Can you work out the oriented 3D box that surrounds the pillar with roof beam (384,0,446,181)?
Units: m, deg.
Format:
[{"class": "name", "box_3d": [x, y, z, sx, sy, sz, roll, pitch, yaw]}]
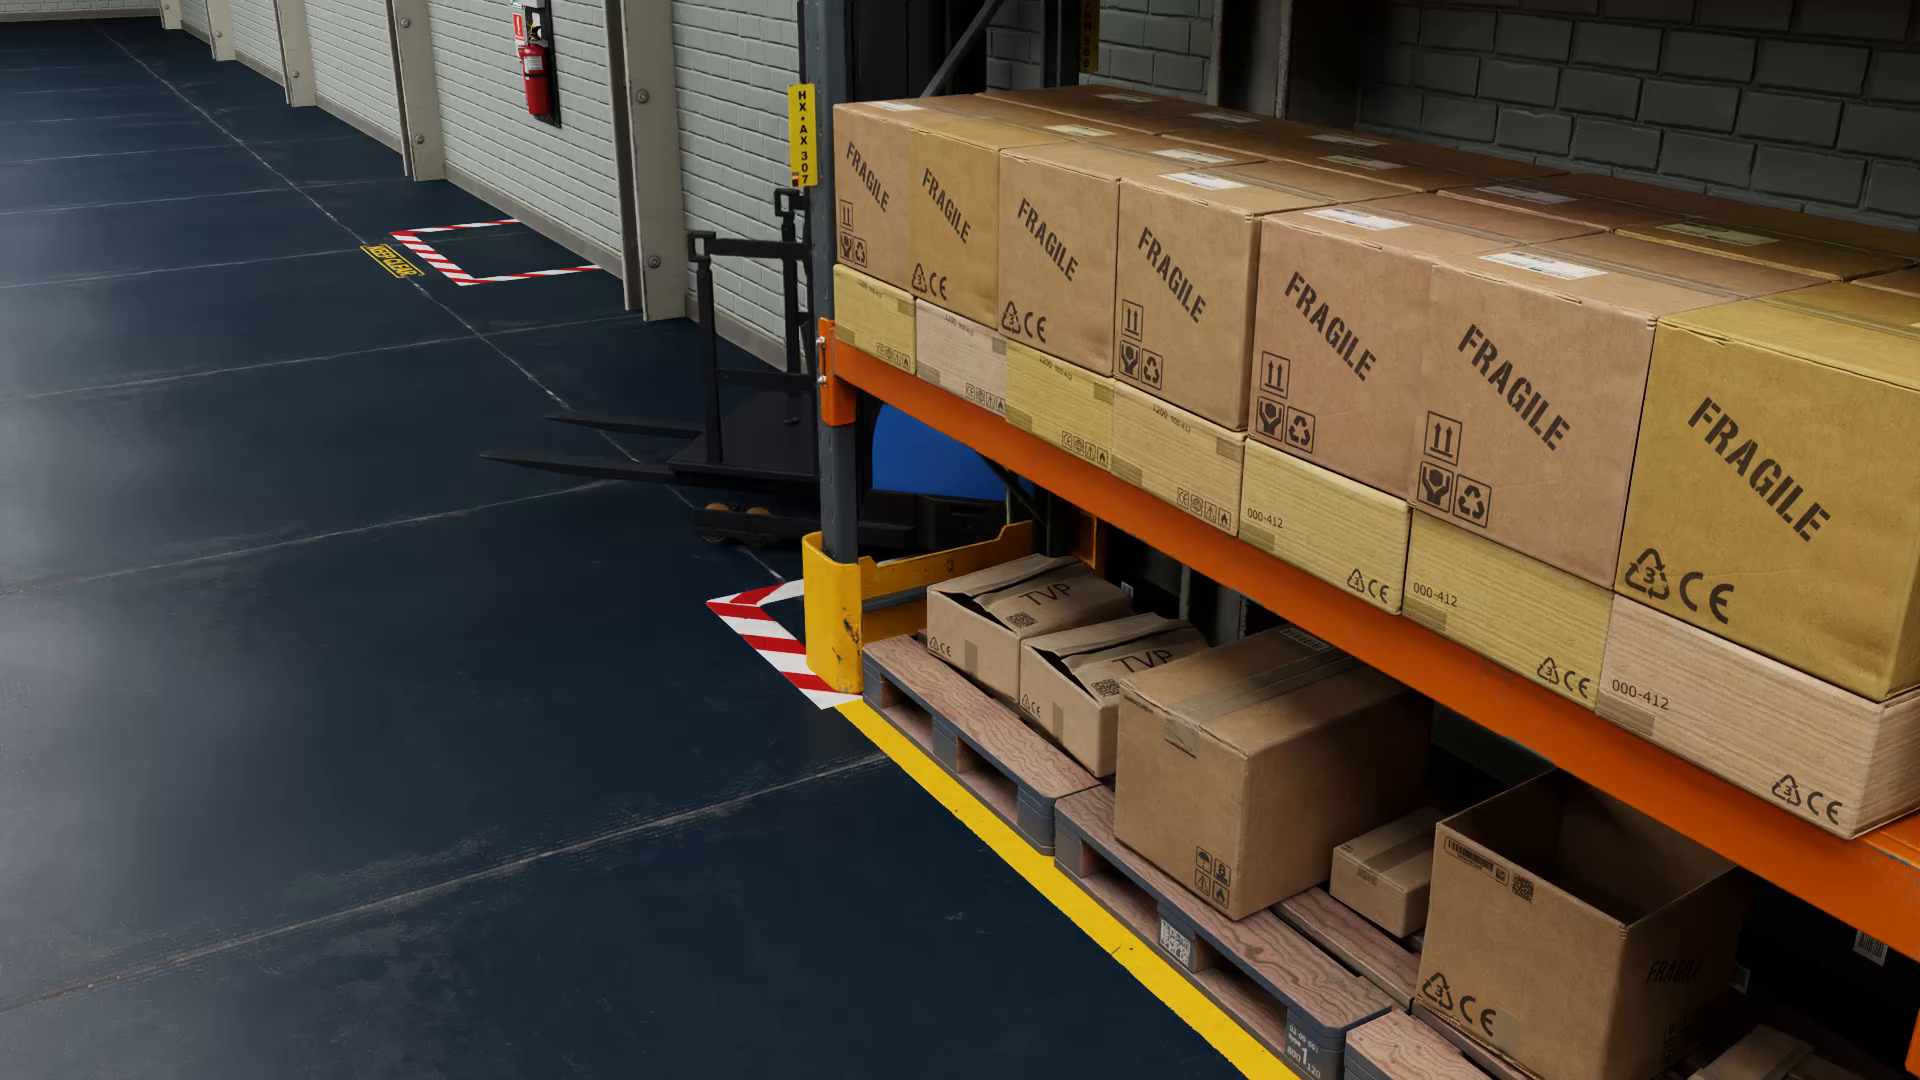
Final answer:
[{"class": "pillar with roof beam", "box_3d": [-8.772, -6.796, 12.082, 9.100, 9.000, 0.400, -13, 25, -28]}]

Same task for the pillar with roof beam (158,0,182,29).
[{"class": "pillar with roof beam", "box_3d": [-17.967, -12.623, 26.417, 9.100, 9.000, 0.400, -13, 25, -28]}]

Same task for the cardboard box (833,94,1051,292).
[{"class": "cardboard box", "box_3d": [-0.057, -1.096, 5.201, 0.500, 0.500, 0.500, -13, 25, -28]}]

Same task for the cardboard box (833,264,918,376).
[{"class": "cardboard box", "box_3d": [-0.066, -0.742, 5.325, 0.500, 0.250, 0.500, -13, 26, -30]}]

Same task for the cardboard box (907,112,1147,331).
[{"class": "cardboard box", "box_3d": [0.187, -0.934, 4.802, 0.500, 0.500, 0.500, -13, 25, -28]}]

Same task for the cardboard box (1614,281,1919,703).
[{"class": "cardboard box", "box_3d": [1.494, -0.107, 2.768, 0.500, 0.500, 0.500, -13, 25, -28]}]

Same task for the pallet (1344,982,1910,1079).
[{"class": "pallet", "box_3d": [1.627, 1.355, 3.697, 1.003, 0.211, 1.213, -13, 25, -28]}]

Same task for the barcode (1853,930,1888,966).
[{"class": "barcode", "box_3d": [1.931, 0.859, 3.525, 0.001, 0.075, 0.075, -13, 25, -28]}]

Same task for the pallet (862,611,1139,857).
[{"class": "pallet", "box_3d": [0.381, 0.565, 5.641, 1.003, 0.211, 1.213, -13, 25, -28]}]

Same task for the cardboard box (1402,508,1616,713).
[{"class": "cardboard box", "box_3d": [1.251, 0.076, 3.313, 0.500, 0.250, 0.500, -12, 25, -28]}]

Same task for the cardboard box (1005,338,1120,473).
[{"class": "cardboard box", "box_3d": [0.467, -0.410, 4.510, 0.500, 0.250, 0.500, -13, 26, -29]}]

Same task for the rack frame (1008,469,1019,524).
[{"class": "rack frame", "box_3d": [0.368, -0.551, 6.347, 0.400, 1.500, 0.023, -10, 26, -16]}]

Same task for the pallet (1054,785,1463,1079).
[{"class": "pallet", "box_3d": [1.000, 0.960, 4.670, 1.003, 0.211, 1.213, -13, 25, -28]}]

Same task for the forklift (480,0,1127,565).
[{"class": "forklift", "box_3d": [-0.673, -1.514, 7.145, 3.031, 2.935, 1.130, 6, 23, 14]}]

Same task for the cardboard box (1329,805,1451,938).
[{"class": "cardboard box", "box_3d": [1.201, 0.869, 4.391, 0.380, 0.149, 0.250, -15, 26, -32]}]

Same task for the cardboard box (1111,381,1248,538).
[{"class": "cardboard box", "box_3d": [0.723, -0.246, 4.106, 0.500, 0.250, 0.500, -12, 25, -28]}]

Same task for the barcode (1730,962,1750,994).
[{"class": "barcode", "box_3d": [1.825, 1.025, 3.914, 0.001, 0.075, 0.075, -13, 25, -28]}]

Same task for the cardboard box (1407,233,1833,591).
[{"class": "cardboard box", "box_3d": [1.234, -0.267, 3.162, 0.500, 0.500, 0.500, -13, 25, -29]}]

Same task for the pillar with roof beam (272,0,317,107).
[{"class": "pillar with roof beam", "box_3d": [-11.837, -8.739, 16.860, 9.100, 9.000, 0.400, -13, 25, -28]}]

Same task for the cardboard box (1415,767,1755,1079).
[{"class": "cardboard box", "box_3d": [1.436, 0.900, 3.850, 0.500, 0.500, 0.500, -15, 26, -32]}]

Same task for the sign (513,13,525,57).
[{"class": "sign", "box_3d": [-3.429, -3.926, 12.939, 0.001, 0.329, 0.234, -13, 25, -28]}]

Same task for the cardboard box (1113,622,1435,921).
[{"class": "cardboard box", "box_3d": [0.857, 0.606, 4.572, 0.700, 0.500, 0.500, -14, 26, -32]}]

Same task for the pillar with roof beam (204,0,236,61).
[{"class": "pillar with roof beam", "box_3d": [-14.902, -10.681, 21.639, 9.100, 9.000, 0.400, -13, 25, -28]}]

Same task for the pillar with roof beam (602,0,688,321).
[{"class": "pillar with roof beam", "box_3d": [-5.707, -4.854, 7.303, 9.100, 9.000, 0.400, -13, 25, -28]}]

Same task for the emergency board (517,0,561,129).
[{"class": "emergency board", "box_3d": [-3.236, -3.710, 12.456, 0.194, 1.169, 0.643, -13, 25, -28]}]

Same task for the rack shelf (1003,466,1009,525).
[{"class": "rack shelf", "box_3d": [0.263, -0.401, 6.802, 0.431, 0.370, 0.720, -10, 26, -16]}]

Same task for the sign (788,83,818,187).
[{"class": "sign", "box_3d": [-0.509, -1.318, 5.420, 0.100, 0.325, 0.005, -13, 25, -28]}]

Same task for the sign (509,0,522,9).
[{"class": "sign", "box_3d": [-3.435, -4.168, 12.831, 0.001, 0.109, 0.331, -13, 25, -28]}]

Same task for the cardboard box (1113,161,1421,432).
[{"class": "cardboard box", "box_3d": [0.719, -0.601, 3.982, 0.500, 0.500, 0.500, -12, 25, -27]}]

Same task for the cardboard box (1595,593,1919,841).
[{"class": "cardboard box", "box_3d": [1.498, 0.239, 2.912, 0.500, 0.250, 0.500, -13, 25, -28]}]

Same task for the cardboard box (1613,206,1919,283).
[{"class": "cardboard box", "box_3d": [1.679, -0.374, 3.424, 0.500, 0.500, 0.500, -13, 25, -29]}]

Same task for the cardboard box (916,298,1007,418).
[{"class": "cardboard box", "box_3d": [0.212, -0.576, 4.919, 0.500, 0.250, 0.500, -13, 26, -30]}]

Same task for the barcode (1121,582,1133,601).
[{"class": "barcode", "box_3d": [0.587, 0.187, 5.843, 0.001, 0.075, 0.075, -13, 25, -28]}]

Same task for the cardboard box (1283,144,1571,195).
[{"class": "cardboard box", "box_3d": [1.155, -0.702, 4.232, 0.500, 0.500, 0.500, -12, 25, -28]}]

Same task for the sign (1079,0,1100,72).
[{"class": "sign", "box_3d": [0.445, -1.804, 5.809, 0.100, 0.325, 0.005, -13, 25, -28]}]

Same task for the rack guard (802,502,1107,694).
[{"class": "rack guard", "box_3d": [-0.003, 0.162, 6.250, 1.175, 0.500, 0.348, -13, 25, -28]}]

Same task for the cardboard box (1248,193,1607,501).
[{"class": "cardboard box", "box_3d": [0.986, -0.432, 3.568, 0.500, 0.500, 0.500, -13, 26, -30]}]

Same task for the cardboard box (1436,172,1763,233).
[{"class": "cardboard box", "box_3d": [1.430, -0.536, 3.824, 0.500, 0.500, 0.500, -12, 25, -27]}]

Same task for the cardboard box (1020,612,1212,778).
[{"class": "cardboard box", "box_3d": [0.525, 0.447, 5.216, 0.500, 0.311, 0.500, -10, 24, -24]}]

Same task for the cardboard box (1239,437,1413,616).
[{"class": "cardboard box", "box_3d": [0.981, -0.084, 3.706, 0.500, 0.250, 0.500, -13, 25, -29]}]

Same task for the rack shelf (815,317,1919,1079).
[{"class": "rack shelf", "box_3d": [0.979, -0.040, 4.382, 1.077, 0.370, 4.000, -13, 25, -28]}]

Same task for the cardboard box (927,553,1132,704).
[{"class": "cardboard box", "box_3d": [0.234, 0.262, 5.670, 0.500, 0.311, 0.500, -16, 27, -34]}]

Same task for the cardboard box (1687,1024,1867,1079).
[{"class": "cardboard box", "box_3d": [1.702, 1.215, 3.517, 0.380, 0.166, 0.250, -17, 27, -35]}]

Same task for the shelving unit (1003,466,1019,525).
[{"class": "shelving unit", "box_3d": [0.252, -0.695, 6.663, 0.431, 1.500, 0.755, -10, 26, -16]}]

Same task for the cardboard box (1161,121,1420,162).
[{"class": "cardboard box", "box_3d": [0.898, -0.865, 4.633, 0.500, 0.500, 0.500, -13, 26, -30]}]

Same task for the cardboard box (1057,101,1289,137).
[{"class": "cardboard box", "box_3d": [0.630, -1.032, 5.043, 0.500, 0.500, 0.500, -12, 25, -28]}]

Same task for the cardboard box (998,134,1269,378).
[{"class": "cardboard box", "box_3d": [0.446, -0.765, 4.388, 0.500, 0.500, 0.500, -14, 26, -30]}]

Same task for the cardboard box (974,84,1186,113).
[{"class": "cardboard box", "box_3d": [0.381, -1.196, 5.448, 0.500, 0.500, 0.500, -13, 25, -29]}]

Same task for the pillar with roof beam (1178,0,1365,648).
[{"class": "pillar with roof beam", "box_3d": [-2.642, -2.912, 2.525, 9.100, 9.000, 0.400, -13, 25, -28]}]

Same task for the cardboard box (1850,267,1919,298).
[{"class": "cardboard box", "box_3d": [1.940, -0.206, 3.010, 0.500, 0.500, 0.500, -13, 26, -29]}]

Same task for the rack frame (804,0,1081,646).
[{"class": "rack frame", "box_3d": [-0.042, -1.021, 5.840, 1.000, 3.000, 0.127, -13, 25, -28]}]
